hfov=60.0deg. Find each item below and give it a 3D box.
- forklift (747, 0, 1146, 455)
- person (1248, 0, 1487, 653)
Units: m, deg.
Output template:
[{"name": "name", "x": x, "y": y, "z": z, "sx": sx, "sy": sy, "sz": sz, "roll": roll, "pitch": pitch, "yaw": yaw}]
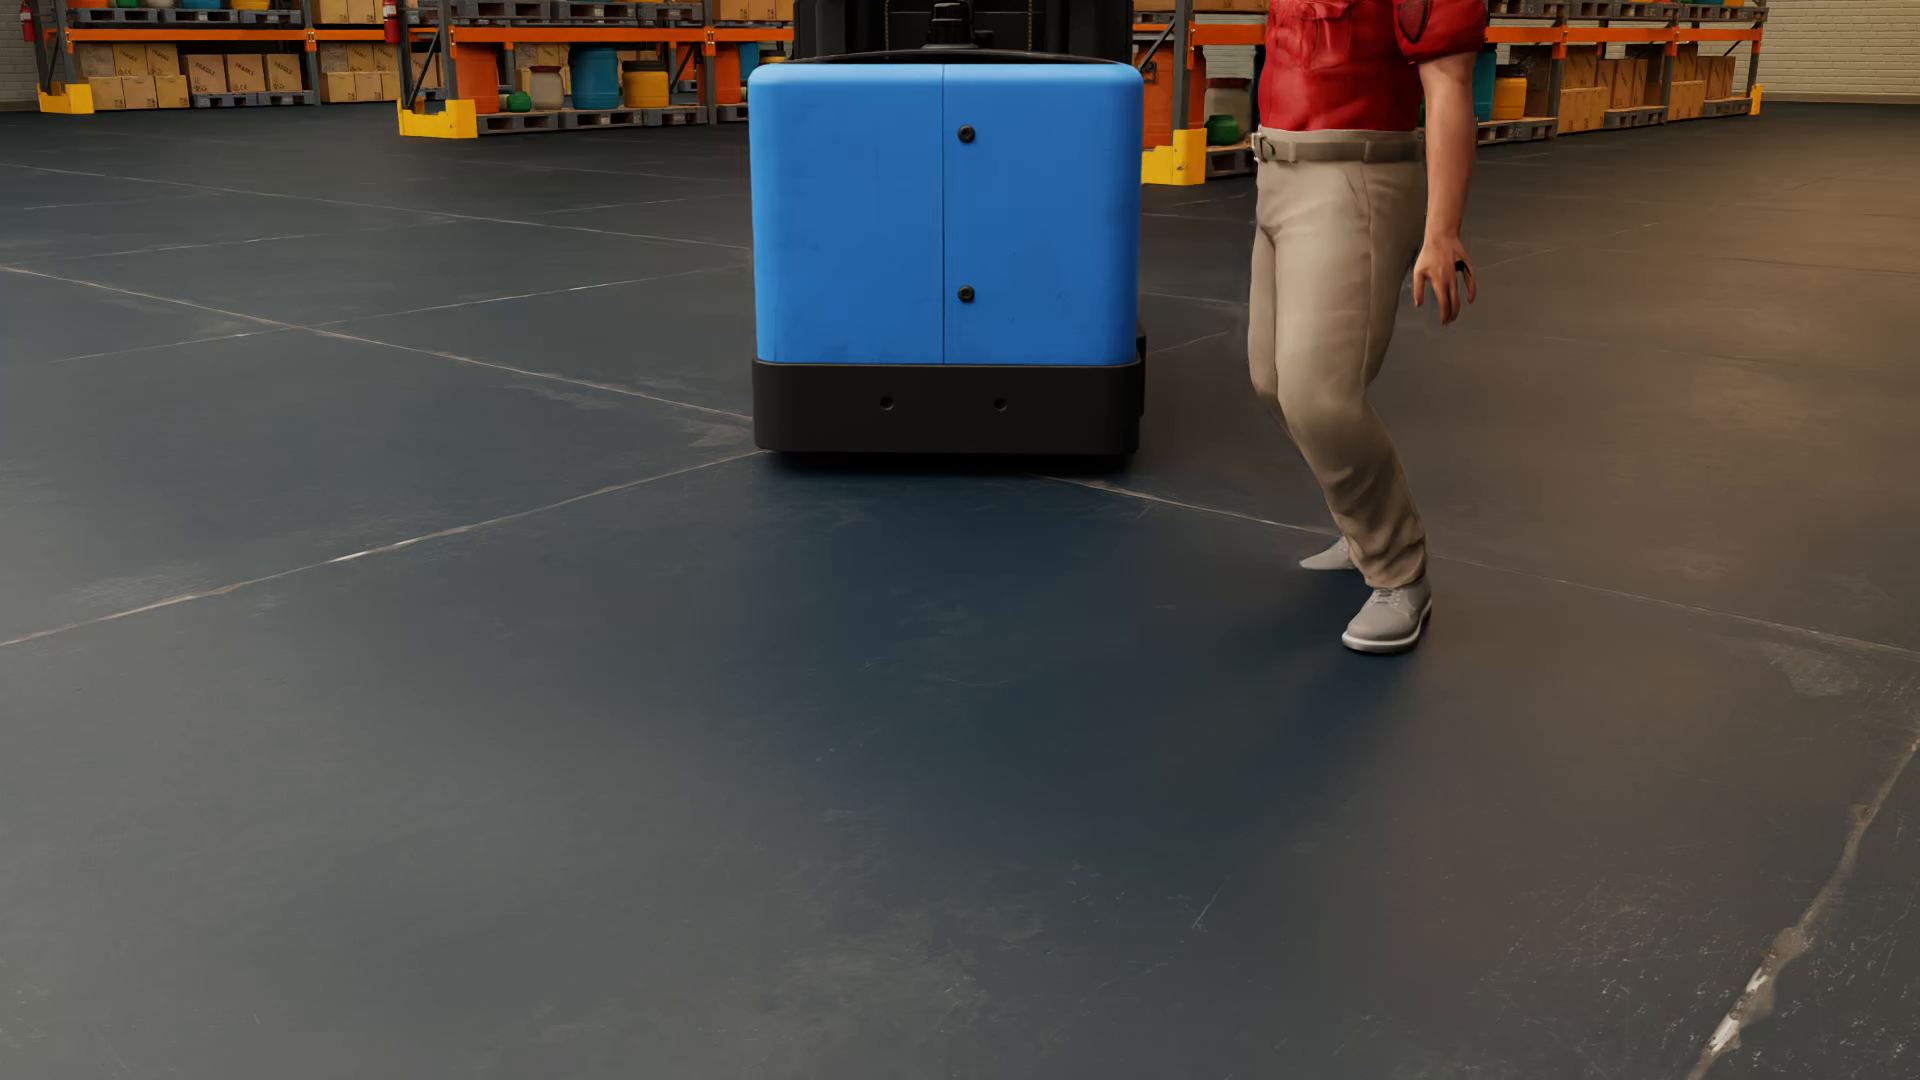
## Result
[{"name": "forklift", "x": 0.021, "y": -2.004, "z": 5.497, "sx": 1.130, "sy": 2.935, "sz": 3.031, "roll": 1, "pitch": 17, "yaw": 2}, {"name": "person", "x": 0.832, "y": -0.675, "z": 3.403, "sx": 0.497, "sy": 1.711, "sz": 0.899, "roll": -2, "pitch": 17, "yaw": -5}]
